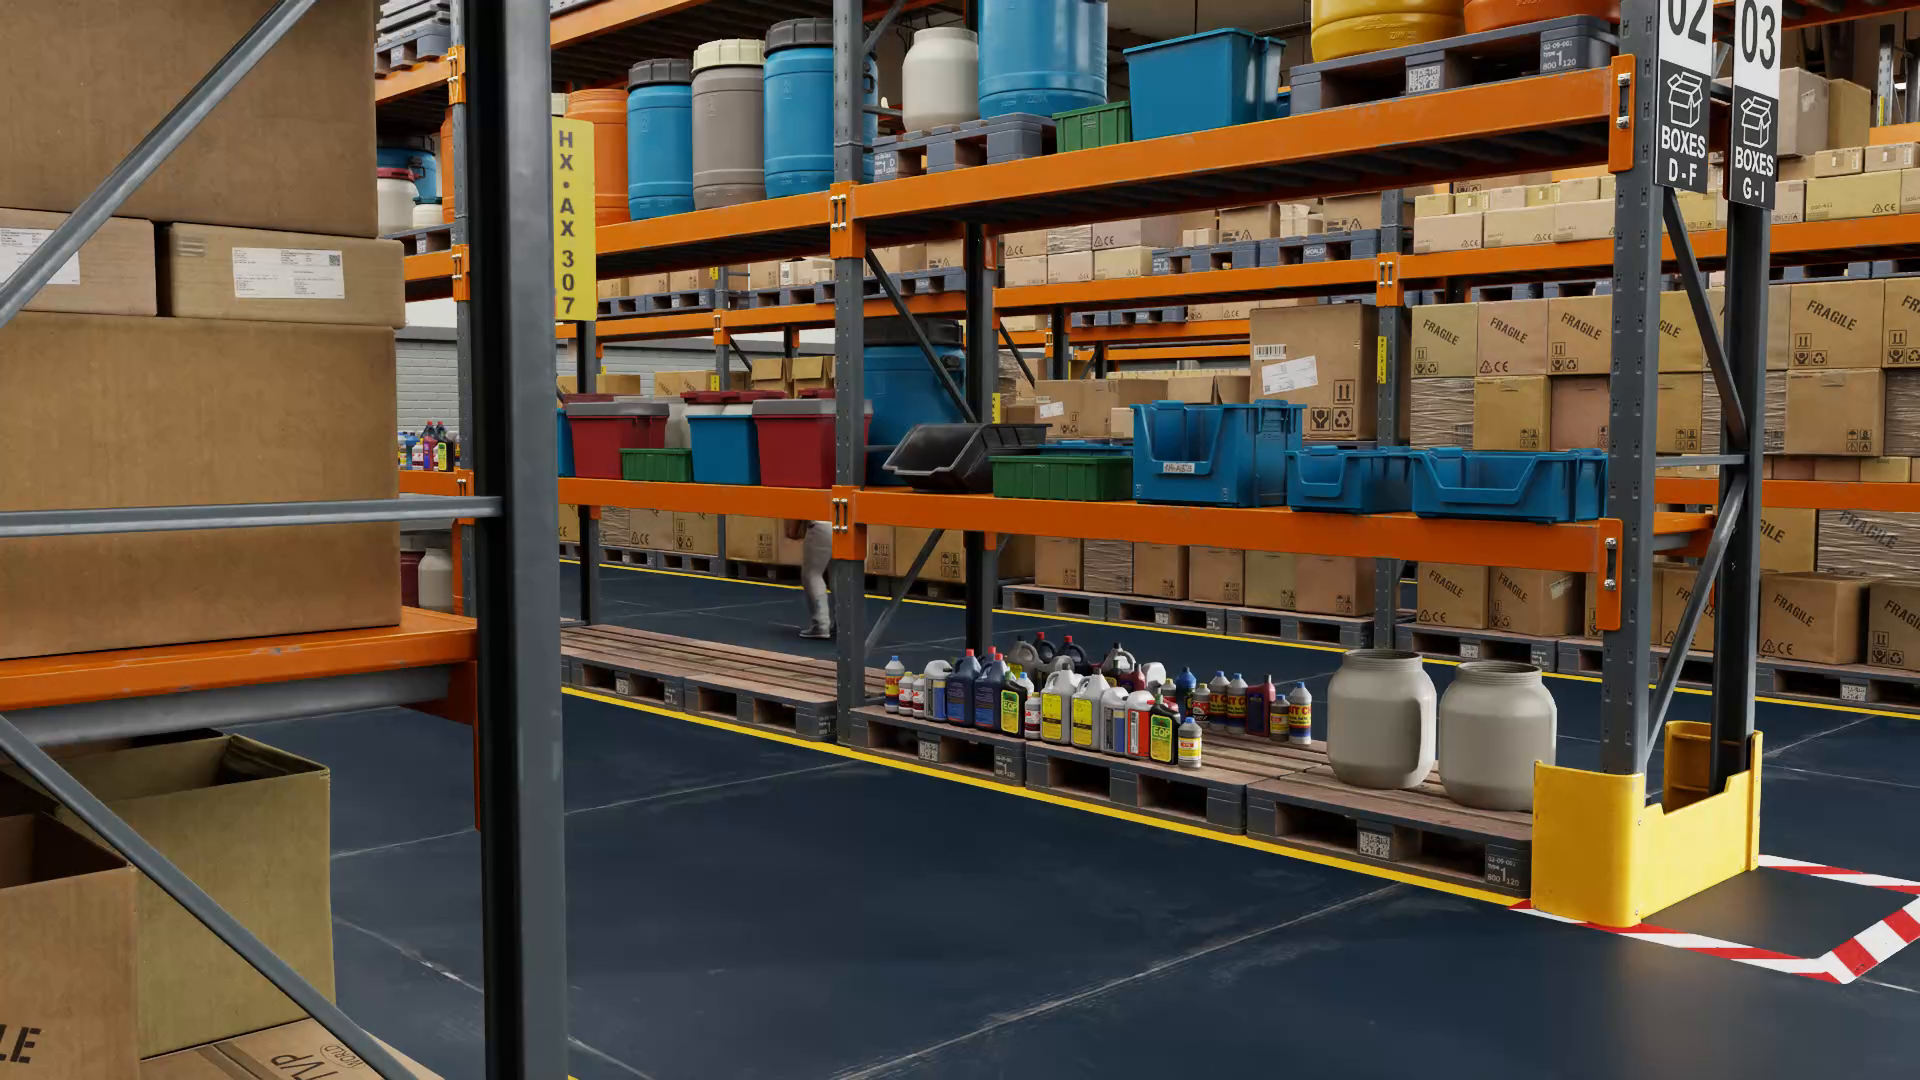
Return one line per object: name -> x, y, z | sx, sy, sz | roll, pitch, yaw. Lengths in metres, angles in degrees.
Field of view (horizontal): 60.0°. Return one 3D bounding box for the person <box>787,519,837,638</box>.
person -> -1.049, -0.070, 12.777 | 0.452, 1.638, 0.582 | -4, 6, -45
